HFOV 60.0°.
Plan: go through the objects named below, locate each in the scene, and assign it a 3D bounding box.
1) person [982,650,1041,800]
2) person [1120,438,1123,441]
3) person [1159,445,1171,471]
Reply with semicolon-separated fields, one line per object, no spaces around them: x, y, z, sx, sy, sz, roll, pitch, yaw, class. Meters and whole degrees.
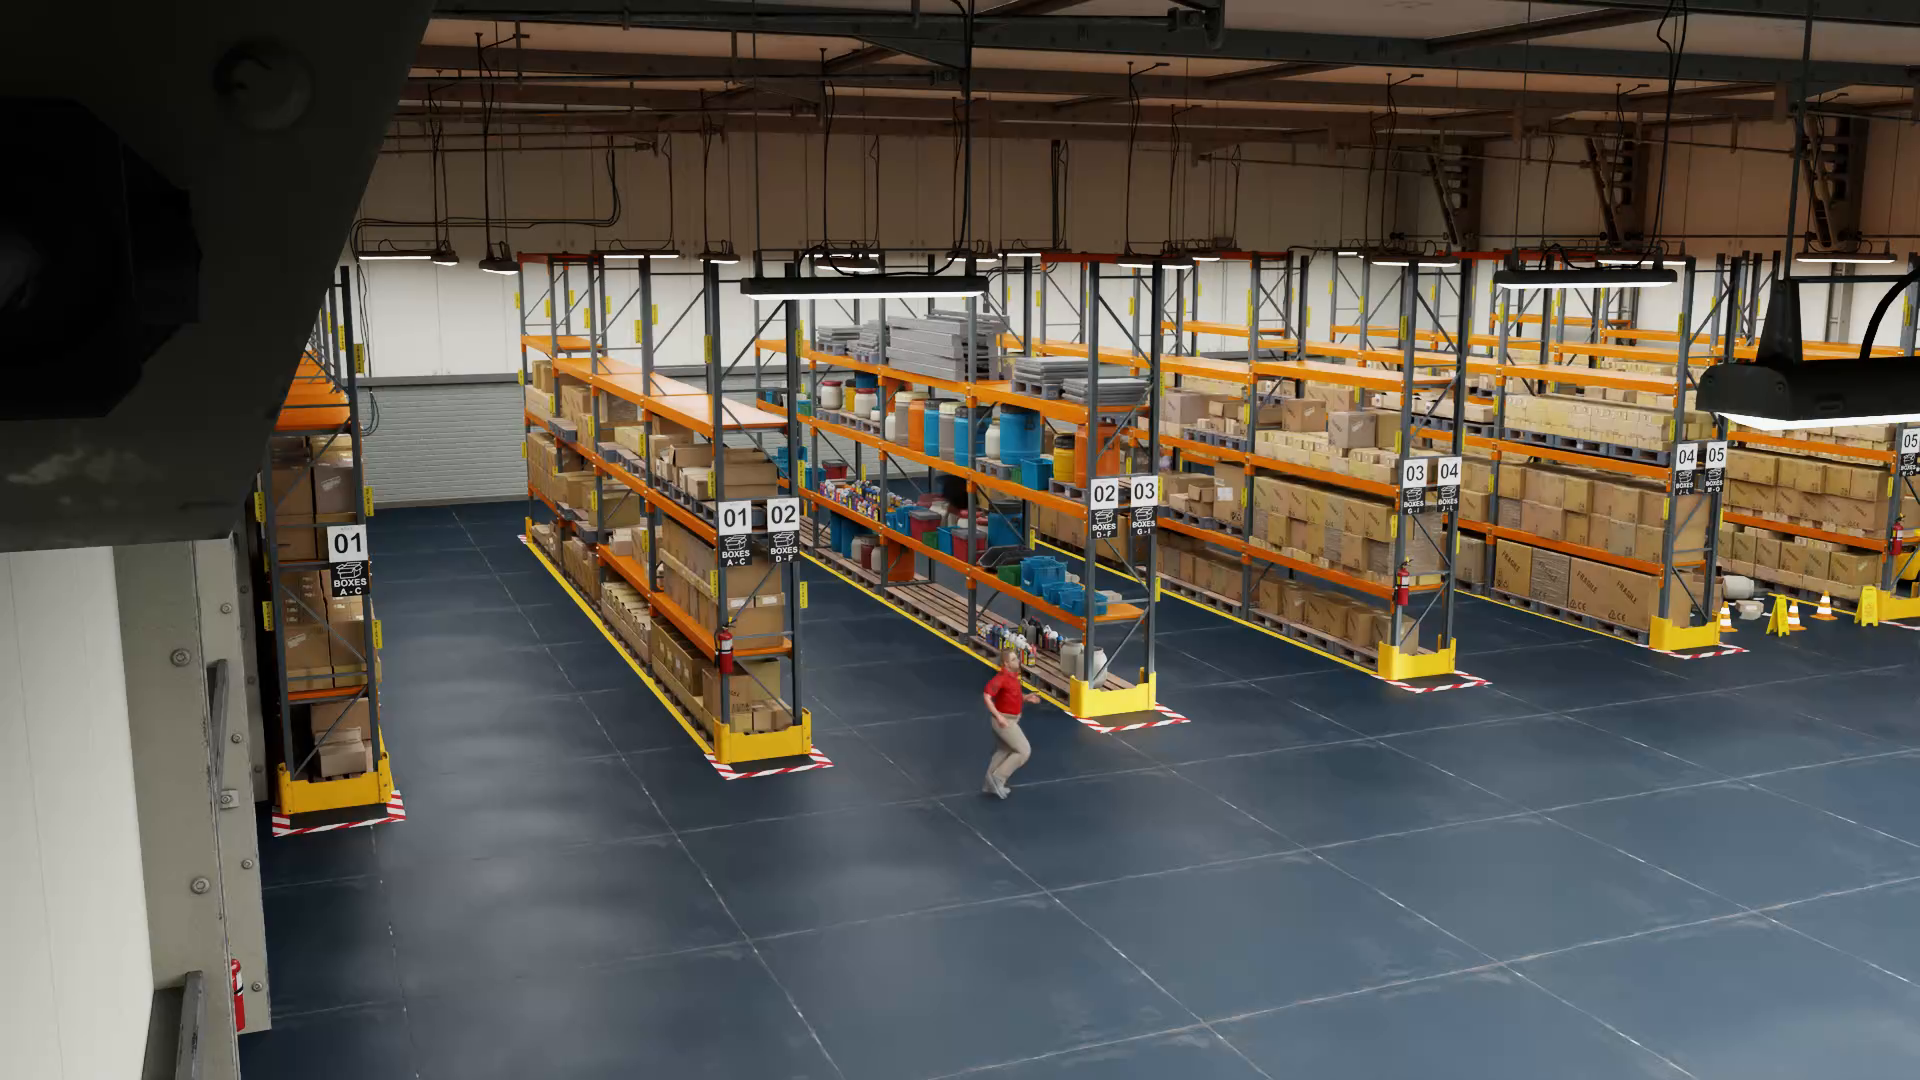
0.586;2.089;18.928;0.655;1.719;0.636;1;10;6;person
3.775;-1.690;40.023;0.590;1.565;0.586;3;11;18;person
4.524;-1.318;37.717;0.614;1.692;0.887;-3;11;-18;person
